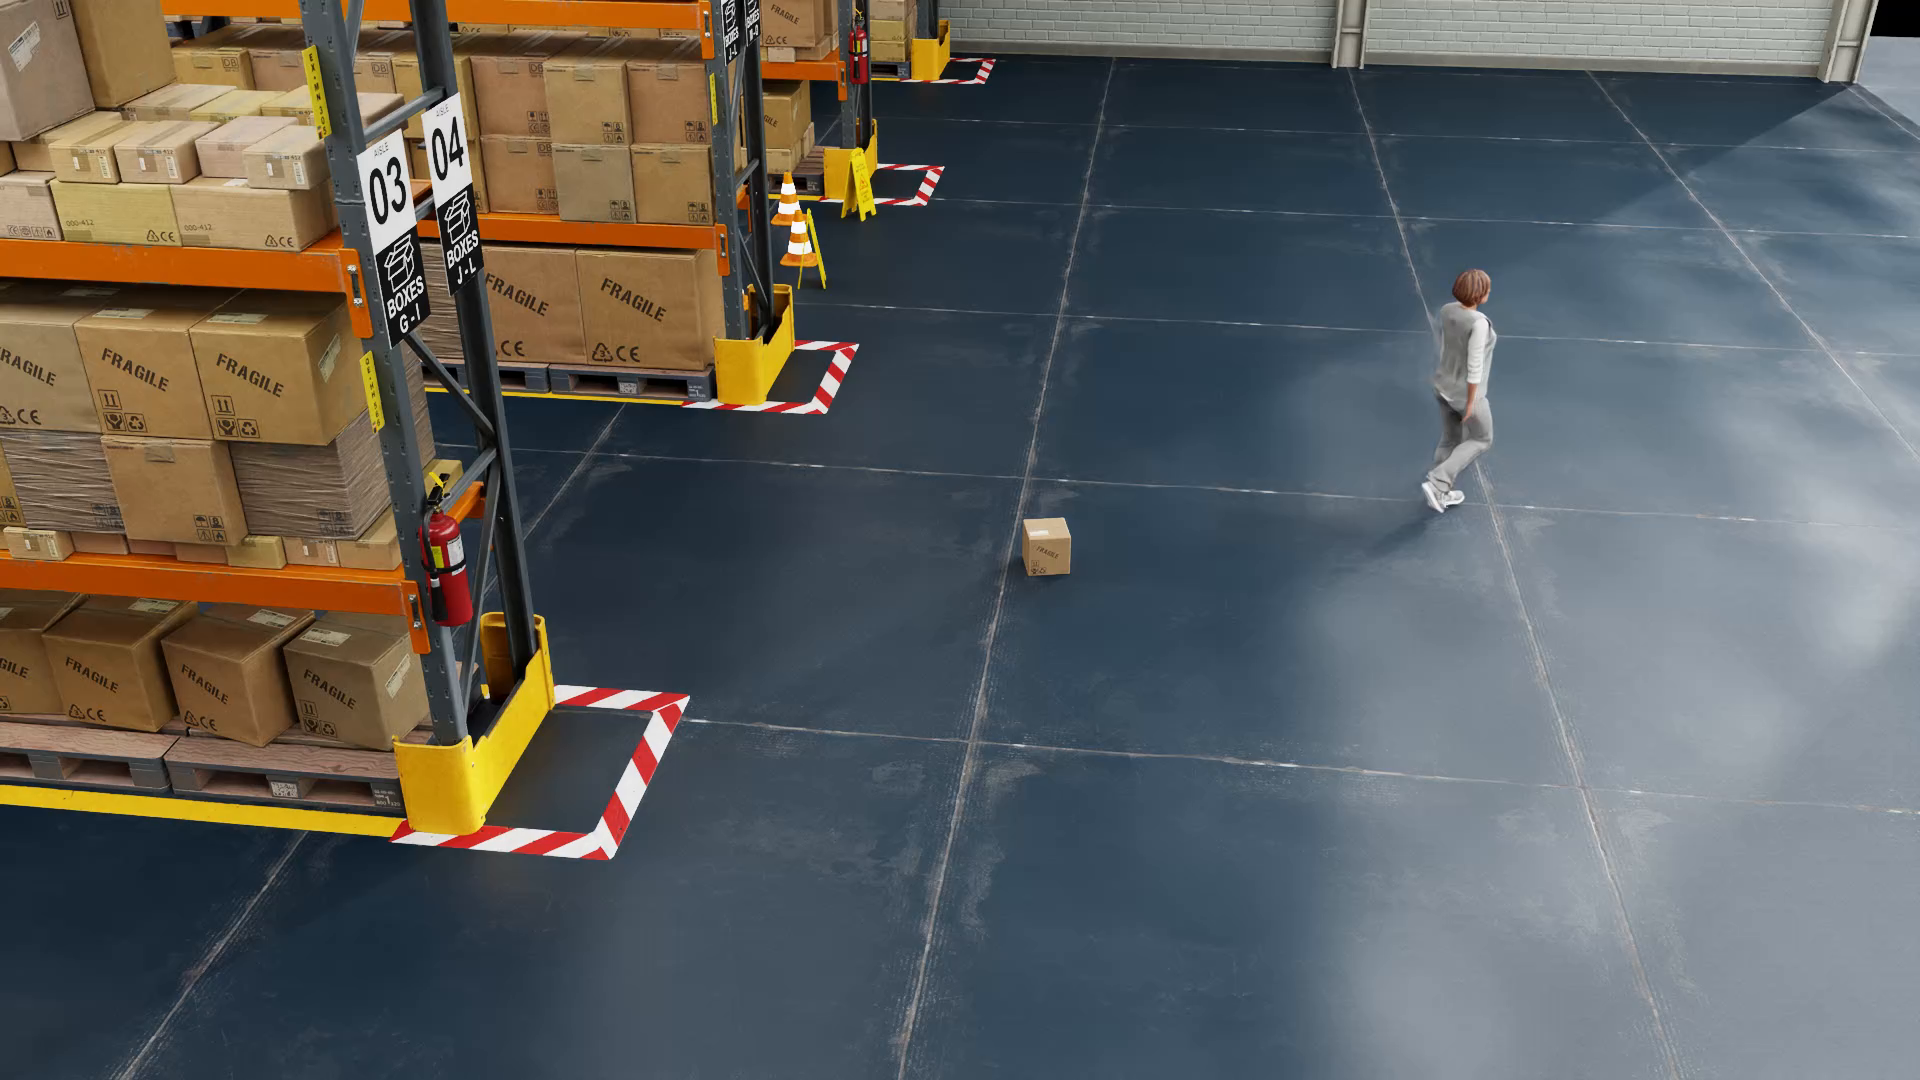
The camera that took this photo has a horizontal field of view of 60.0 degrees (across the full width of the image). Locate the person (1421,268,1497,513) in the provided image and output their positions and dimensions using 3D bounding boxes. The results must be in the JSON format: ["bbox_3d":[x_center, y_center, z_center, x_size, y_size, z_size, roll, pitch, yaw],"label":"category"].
[{"bbox_3d":[3.065,-0.907,10.240,0.441,1.590,0.412,-11,31,-19],"label":"person"}]
